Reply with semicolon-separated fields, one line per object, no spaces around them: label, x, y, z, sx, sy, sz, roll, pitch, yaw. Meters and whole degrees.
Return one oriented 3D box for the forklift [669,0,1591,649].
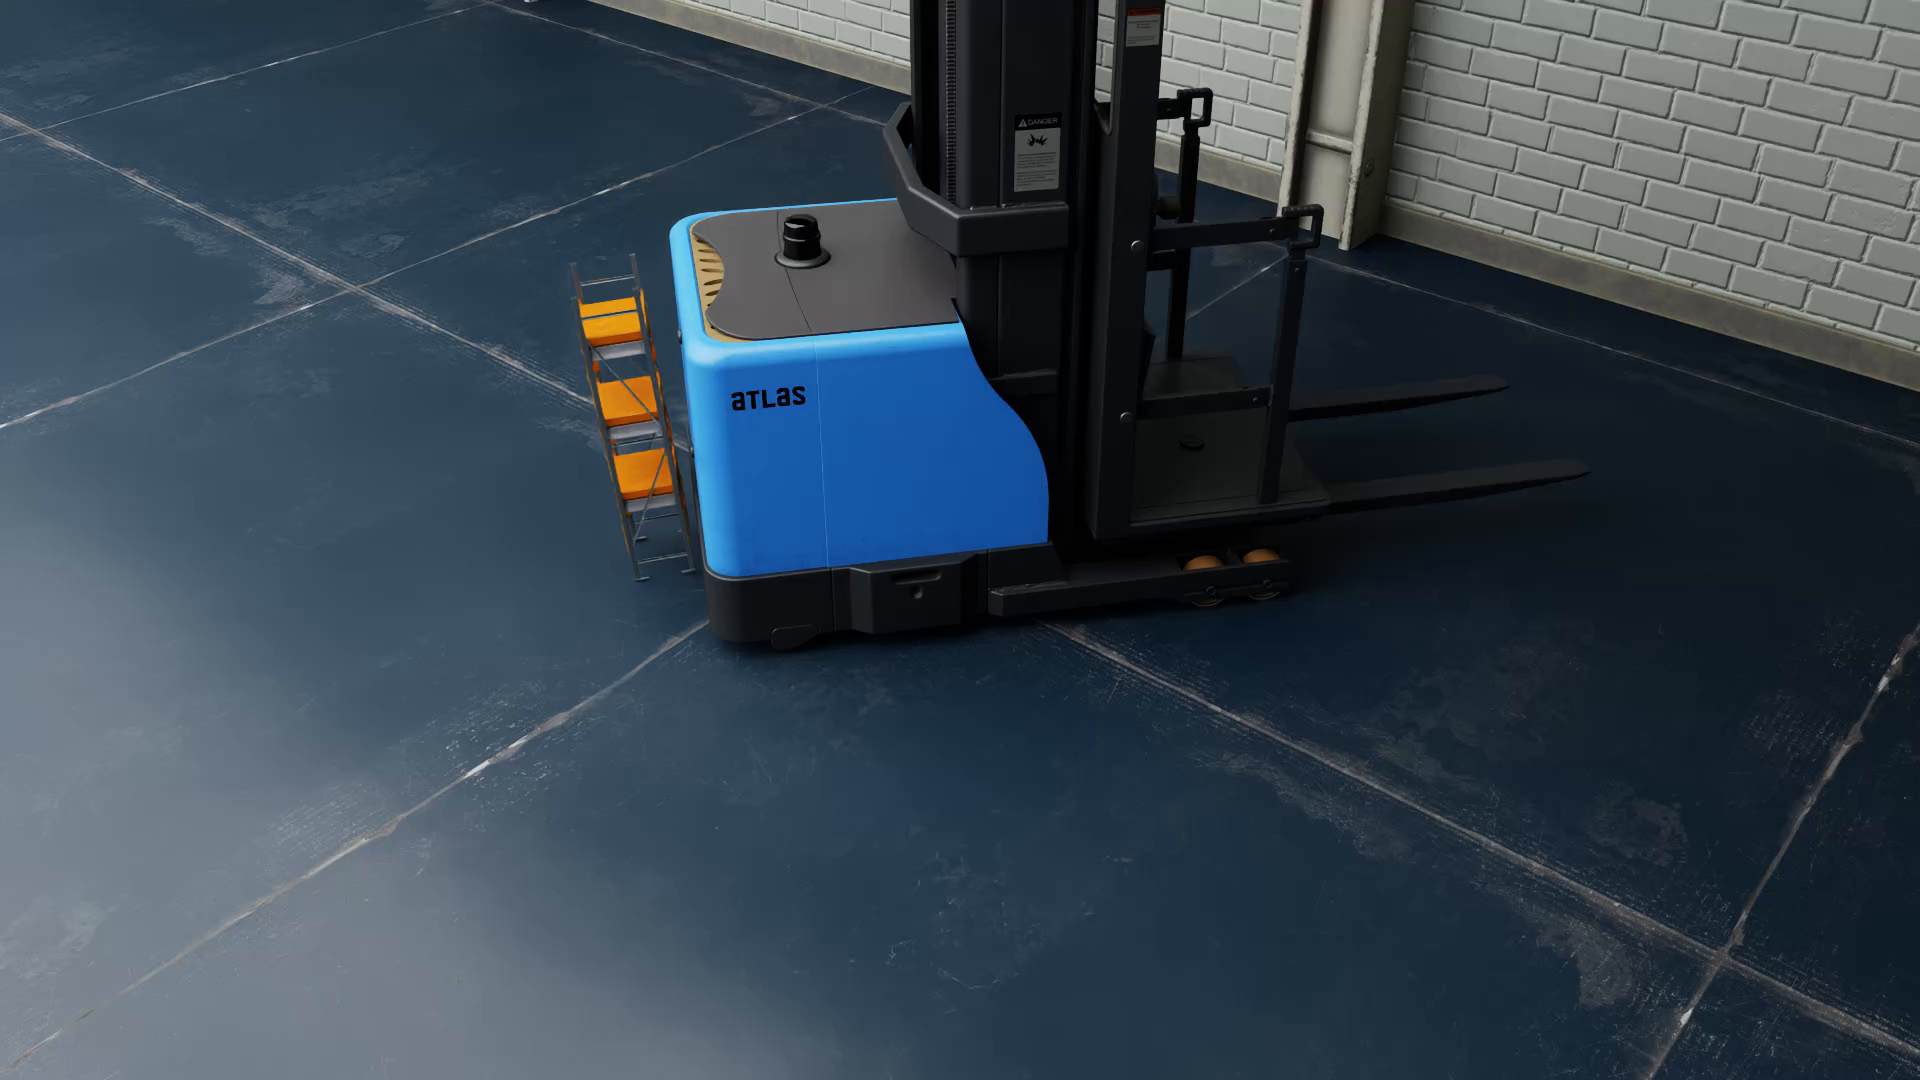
forklift;0.618;-1.278;5.022;3.031;2.935;1.130;-6;35;-9

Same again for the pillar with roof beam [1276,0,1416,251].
pillar with roof beam;-1.009;-3.312;2.623;0.400;9.000;9.100;25;42;32

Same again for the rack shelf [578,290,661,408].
rack shelf;-1.065;-0.599;5.200;0.215;0.259;0.240;-10;35;-7

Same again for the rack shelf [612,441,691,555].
rack shelf;-1.025;-0.141;5.523;0.215;0.259;0.240;-10;35;-7

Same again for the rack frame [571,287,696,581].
rack frame;-1.022;-0.308;5.259;0.200;1.050;0.008;-10;35;-7

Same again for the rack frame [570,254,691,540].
rack frame;-1.070;-0.444;5.456;0.200;1.050;0.008;-10;35;-7

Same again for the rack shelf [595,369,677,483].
rack shelf;-1.045;-0.367;5.363;0.215;0.259;0.240;-10;35;-7

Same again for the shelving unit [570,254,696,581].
shelving unit;-1.046;-0.376;5.357;0.215;1.050;0.252;-10;35;-7
